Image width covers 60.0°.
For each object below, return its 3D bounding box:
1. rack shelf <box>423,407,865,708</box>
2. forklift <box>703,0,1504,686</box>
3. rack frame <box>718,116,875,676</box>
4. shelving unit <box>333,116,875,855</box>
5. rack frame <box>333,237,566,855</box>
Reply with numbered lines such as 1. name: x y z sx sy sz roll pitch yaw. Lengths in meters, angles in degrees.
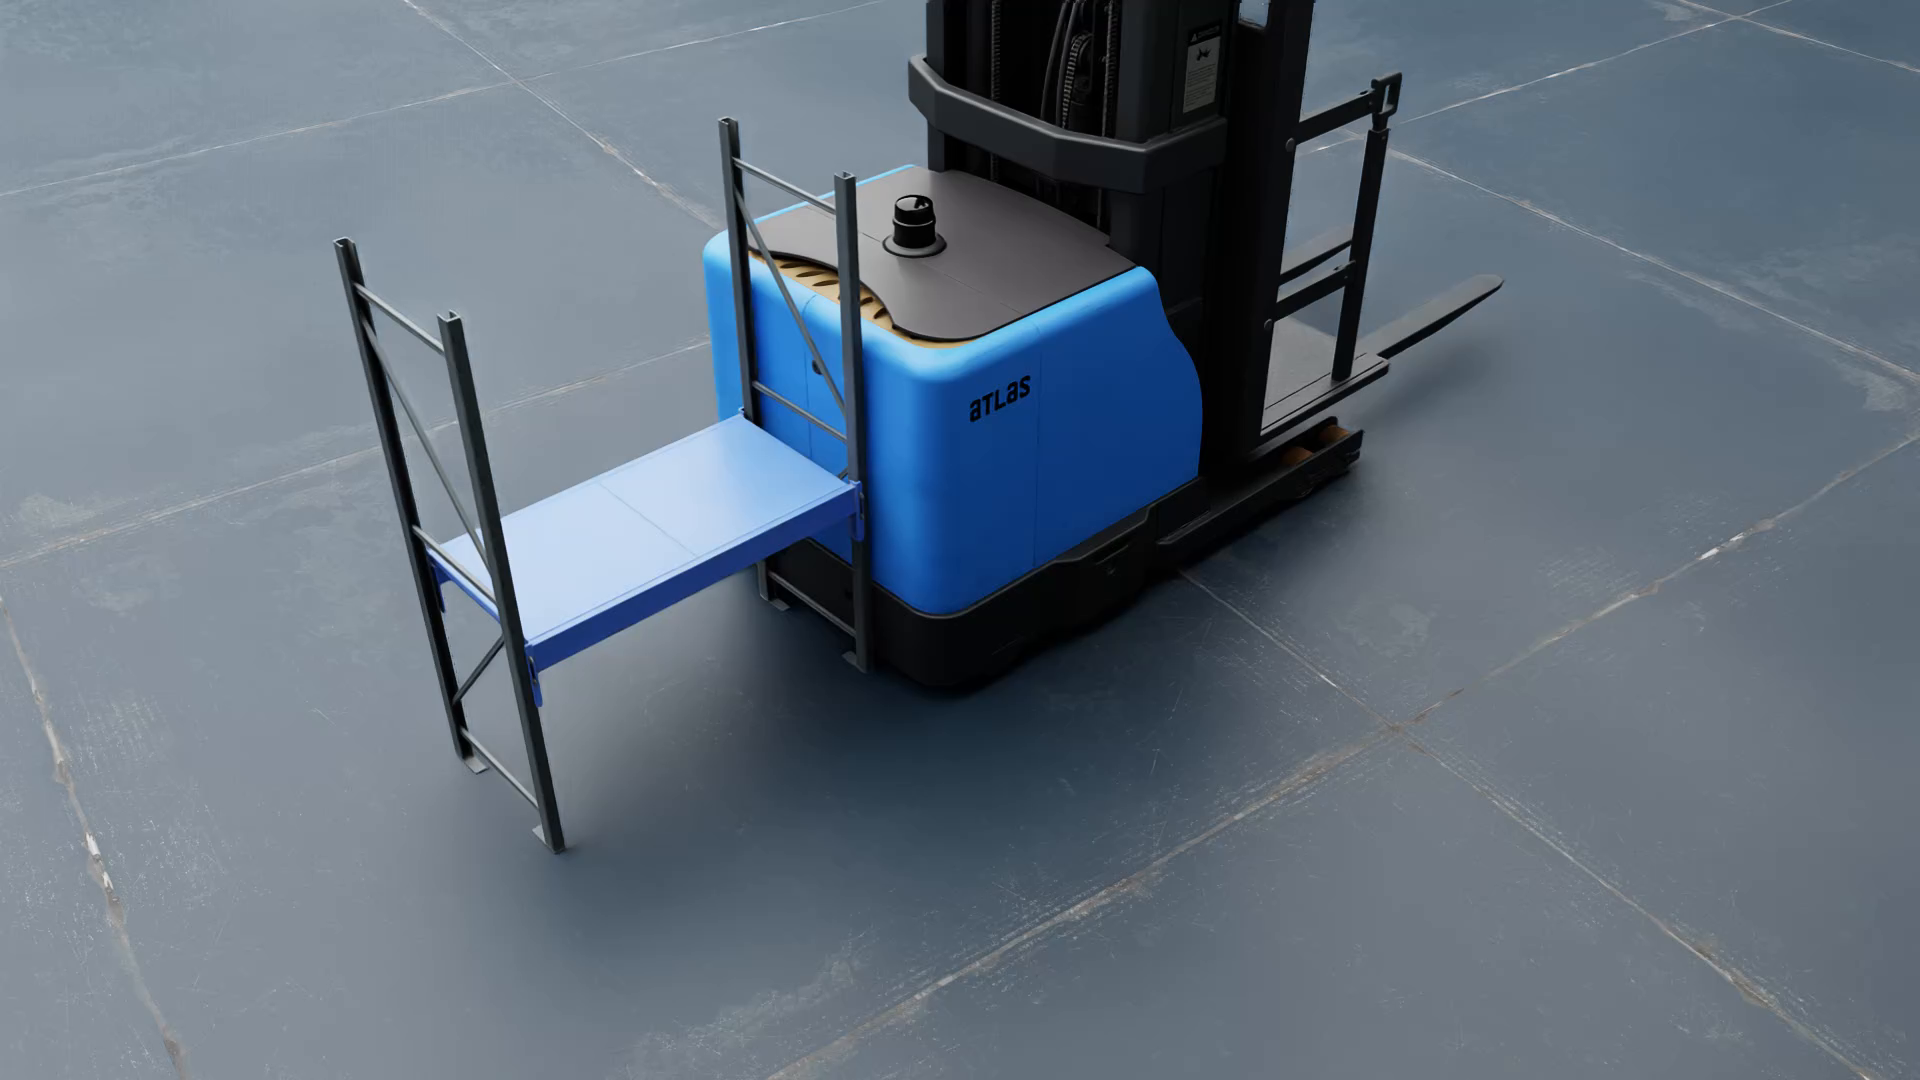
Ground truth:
1. rack shelf: -0.796 0.011 4.259 1.000 0.185 0.538 -28 44 -33
2. forklift: 0.699 -1.527 4.863 3.031 2.935 1.130 -28 44 -33
3. rack frame: -0.422 -0.337 4.434 0.032 1.500 0.500 -28 44 -33
4. shelving unit: -0.796 -0.135 4.154 1.048 1.500 0.538 -28 44 -33
5. rack frame: -1.169 0.066 3.874 0.032 1.500 0.500 -28 44 -33
